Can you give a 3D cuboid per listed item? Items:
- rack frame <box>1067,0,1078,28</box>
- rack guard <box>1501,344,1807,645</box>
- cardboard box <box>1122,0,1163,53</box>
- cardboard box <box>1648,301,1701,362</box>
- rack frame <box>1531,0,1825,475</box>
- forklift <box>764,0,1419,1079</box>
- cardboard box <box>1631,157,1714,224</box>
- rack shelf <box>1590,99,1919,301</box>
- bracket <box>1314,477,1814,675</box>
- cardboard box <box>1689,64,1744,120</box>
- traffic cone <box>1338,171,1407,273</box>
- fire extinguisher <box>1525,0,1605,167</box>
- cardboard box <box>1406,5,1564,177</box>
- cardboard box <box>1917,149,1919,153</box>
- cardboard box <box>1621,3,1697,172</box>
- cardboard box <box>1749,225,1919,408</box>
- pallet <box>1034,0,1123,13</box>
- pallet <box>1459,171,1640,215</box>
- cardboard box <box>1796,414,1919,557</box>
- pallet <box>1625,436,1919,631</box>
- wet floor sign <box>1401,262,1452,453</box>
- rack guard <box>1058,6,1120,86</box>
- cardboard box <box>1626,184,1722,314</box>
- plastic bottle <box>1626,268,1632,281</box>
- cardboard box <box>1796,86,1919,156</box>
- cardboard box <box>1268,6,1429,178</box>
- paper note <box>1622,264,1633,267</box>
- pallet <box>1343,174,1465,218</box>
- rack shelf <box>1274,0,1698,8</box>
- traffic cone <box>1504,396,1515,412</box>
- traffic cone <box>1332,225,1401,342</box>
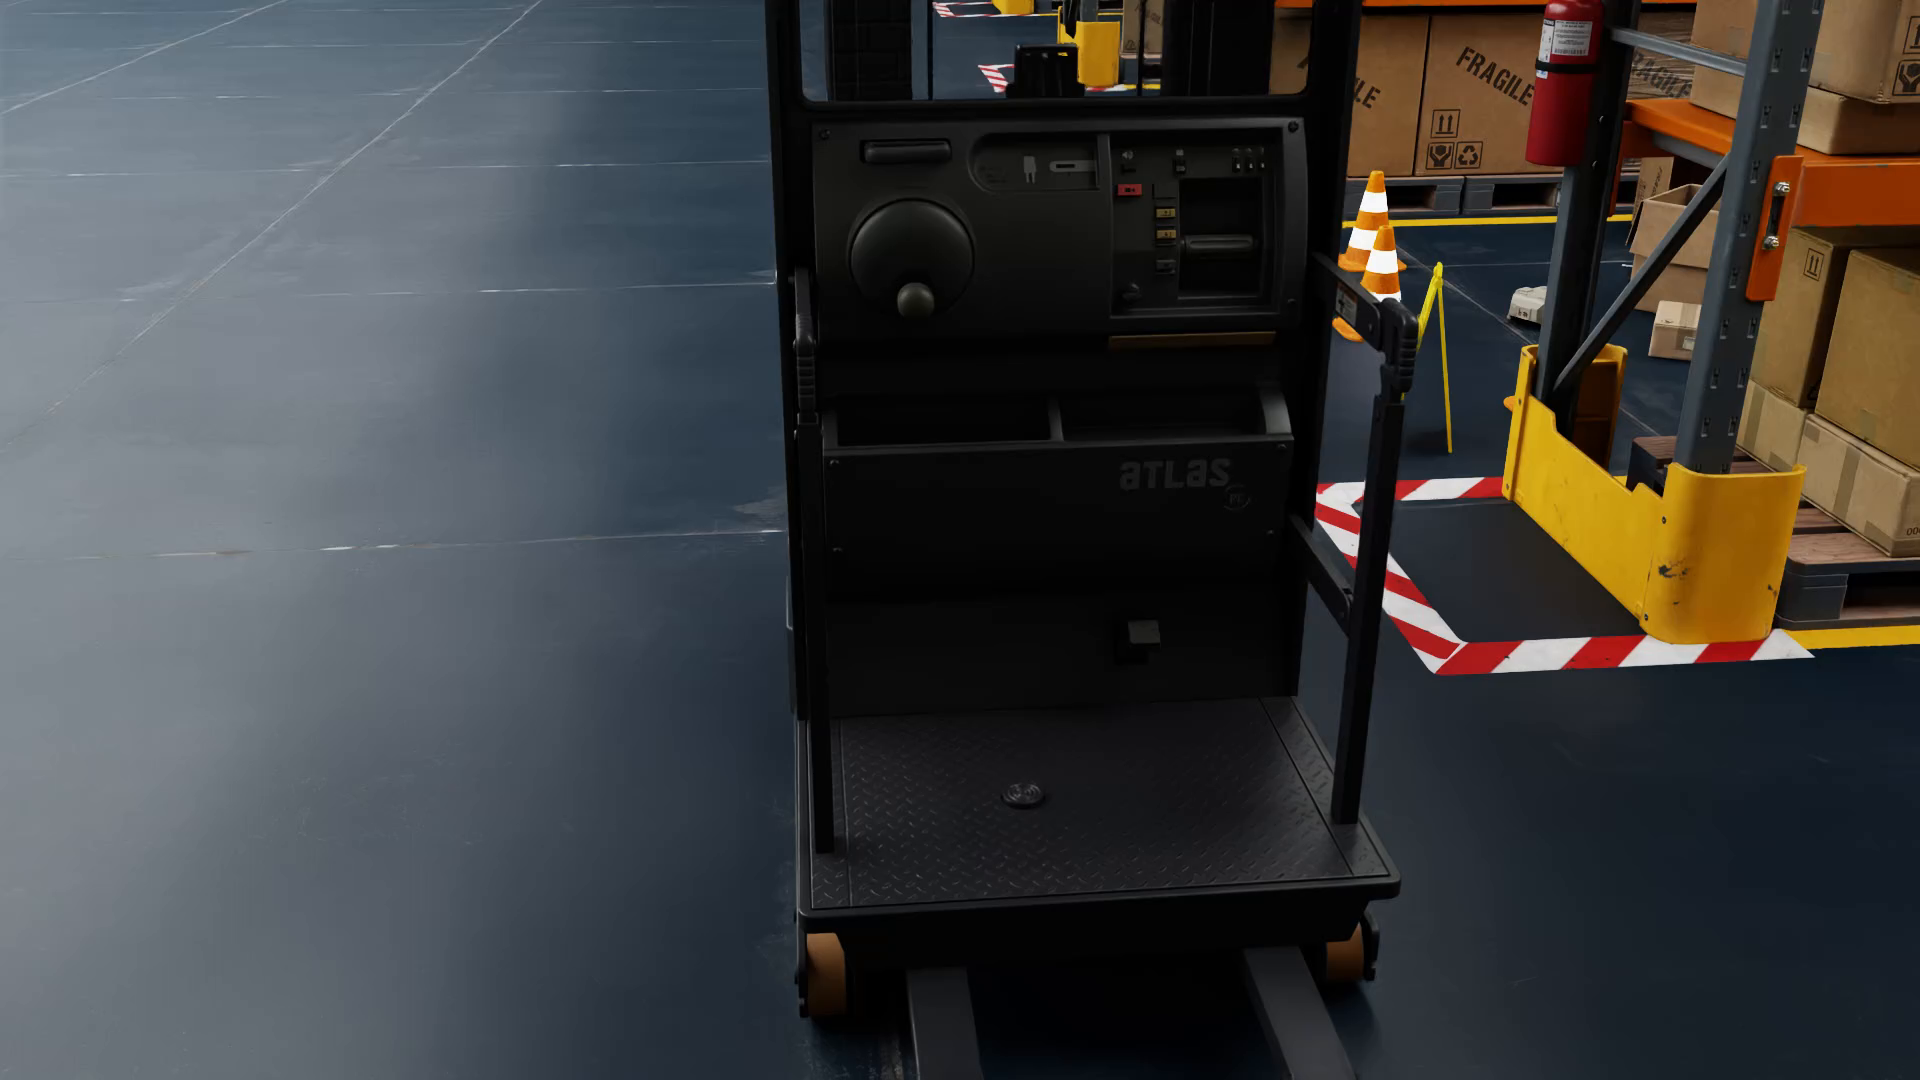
[{"bbox_3d":[1.000,-5.323,13.533,0.053,2.616,0.949,-2,24,-5],"label":"rack frame"},{"bbox_3d":[2.049,-0.180,5.038,0.348,0.500,1.175,-2,24,-5],"label":"rack guard"},{"bbox_3d":[3.155,-1.955,6.992,2.007,1.739,15.623,-3,24,-6],"label":"cardboard box"},{"bbox_3d":[3.079,-0.885,7.057,0.250,0.149,0.380,10,26,22],"label":"cardboard box"},{"bbox_3d":[1.974,-1.319,4.524,0.127,3.000,1.000,-2,24,-5],"label":"rack frame"},{"bbox_3d":[0.214,-0.570,2.923,1.130,2.935,3.031,-2,24,-5],"label":"forklift"},{"bbox_3d":[3.923,-1.857,8.810,0.500,0.500,0.500,2,24,4],"label":"cardboard box"},{"bbox_3d":[3.964,-1.070,4.850,4.000,0.370,1.077,-2,24,-5],"label":"rack shelf"},{"bbox_3d":[1.726,0.065,5.103,1.079,0.001,1.378,-2,24,-5],"label":"bracket"},{"bbox_3d":[2.325,-1.305,4.803,0.250,0.149,0.380,-1,24,-3],"label":"cardboard box"},{"bbox_3d":[2.055,-1.603,8.288,0.334,0.463,0.336,-2,24,-5],"label":"traffic cone"},{"bbox_3d":[1.814,-1.465,4.948,0.183,0.674,0.296,-2,24,-5],"label":"fire extinguisher"},{"bbox_3d":[2.930,-2.626,9.564,0.875,0.875,0.875,-3,24,-6],"label":"cardboard box"},{"bbox_3d":[2.582,-1.150,4.453,0.250,0.149,0.380,-2,24,-4],"label":"cardboard box"},{"bbox_3d":[3.838,-2.662,9.644,0.875,0.875,0.875,-2,24,-5],"label":"cardboard box"},{"bbox_3d":[2.745,-0.734,5.154,0.500,0.500,0.500,-2,24,-5],"label":"cardboard box"},{"bbox_3d":[1.393,-6.104,18.724,1.213,0.211,1.003,-2,24,-5],"label":"pallet"},{"bbox_3d":[3.386,-2.152,9.832,1.213,0.211,1.003,-2,24,-5],"label":"pallet"},{"bbox_3d":[2.804,-0.175,4.818,0.500,0.250,0.500,-2,24,-6],"label":"cardboard box"},{"bbox_3d":[2.861,-0.066,5.138,1.213,0.211,1.003,-2,24,-5],"label":"pallet"},{"bbox_3d":[1.679,-0.668,5.958,0.232,0.644,0.267,6,25,13],"label":"wet floor sign"},{"bbox_3d":[1.075,-4.185,14.050,0.348,0.500,1.175,-2,24,-5],"label":"rack guard"},{"bbox_3d":[3.473,-1.271,7.491,0.797,0.503,0.637,22,32,40],"label":"cardboard box"},{"bbox_3d":[3.395,-1.294,8.085,0.283,0.061,0.133,-11,26,-23],"label":"plastic bottle"},{"bbox_3d":[2.332,-1.134,4.417,0.250,0.149,0.380,-2,24,-5],"label":"cardboard box"},{"bbox_3d":[2.872,-3.567,9.067,2.515,2.999,0.987,-2,24,-4],"label":"cardboard box"},{"bbox_3d":[3.378,-1.368,8.316,0.123,0.001,0.032,10,26,22],"label":"paper note"},{"bbox_3d":[2.175,-2.105,9.726,1.213,0.211,1.003,-2,24,-5],"label":"pallet"},{"bbox_3d":[3.377,-3.067,9.342,4.000,0.370,1.077,-2,24,-5],"label":"rack shelf"},{"bbox_3d":[2.275,-0.698,6.251,0.334,0.463,0.336,-2,24,-5],"label":"traffic cone"},{"bbox_3d":[1.827,-1.133,7.230,0.334,0.463,0.336,-2,24,-5],"label":"traffic cone"}]
